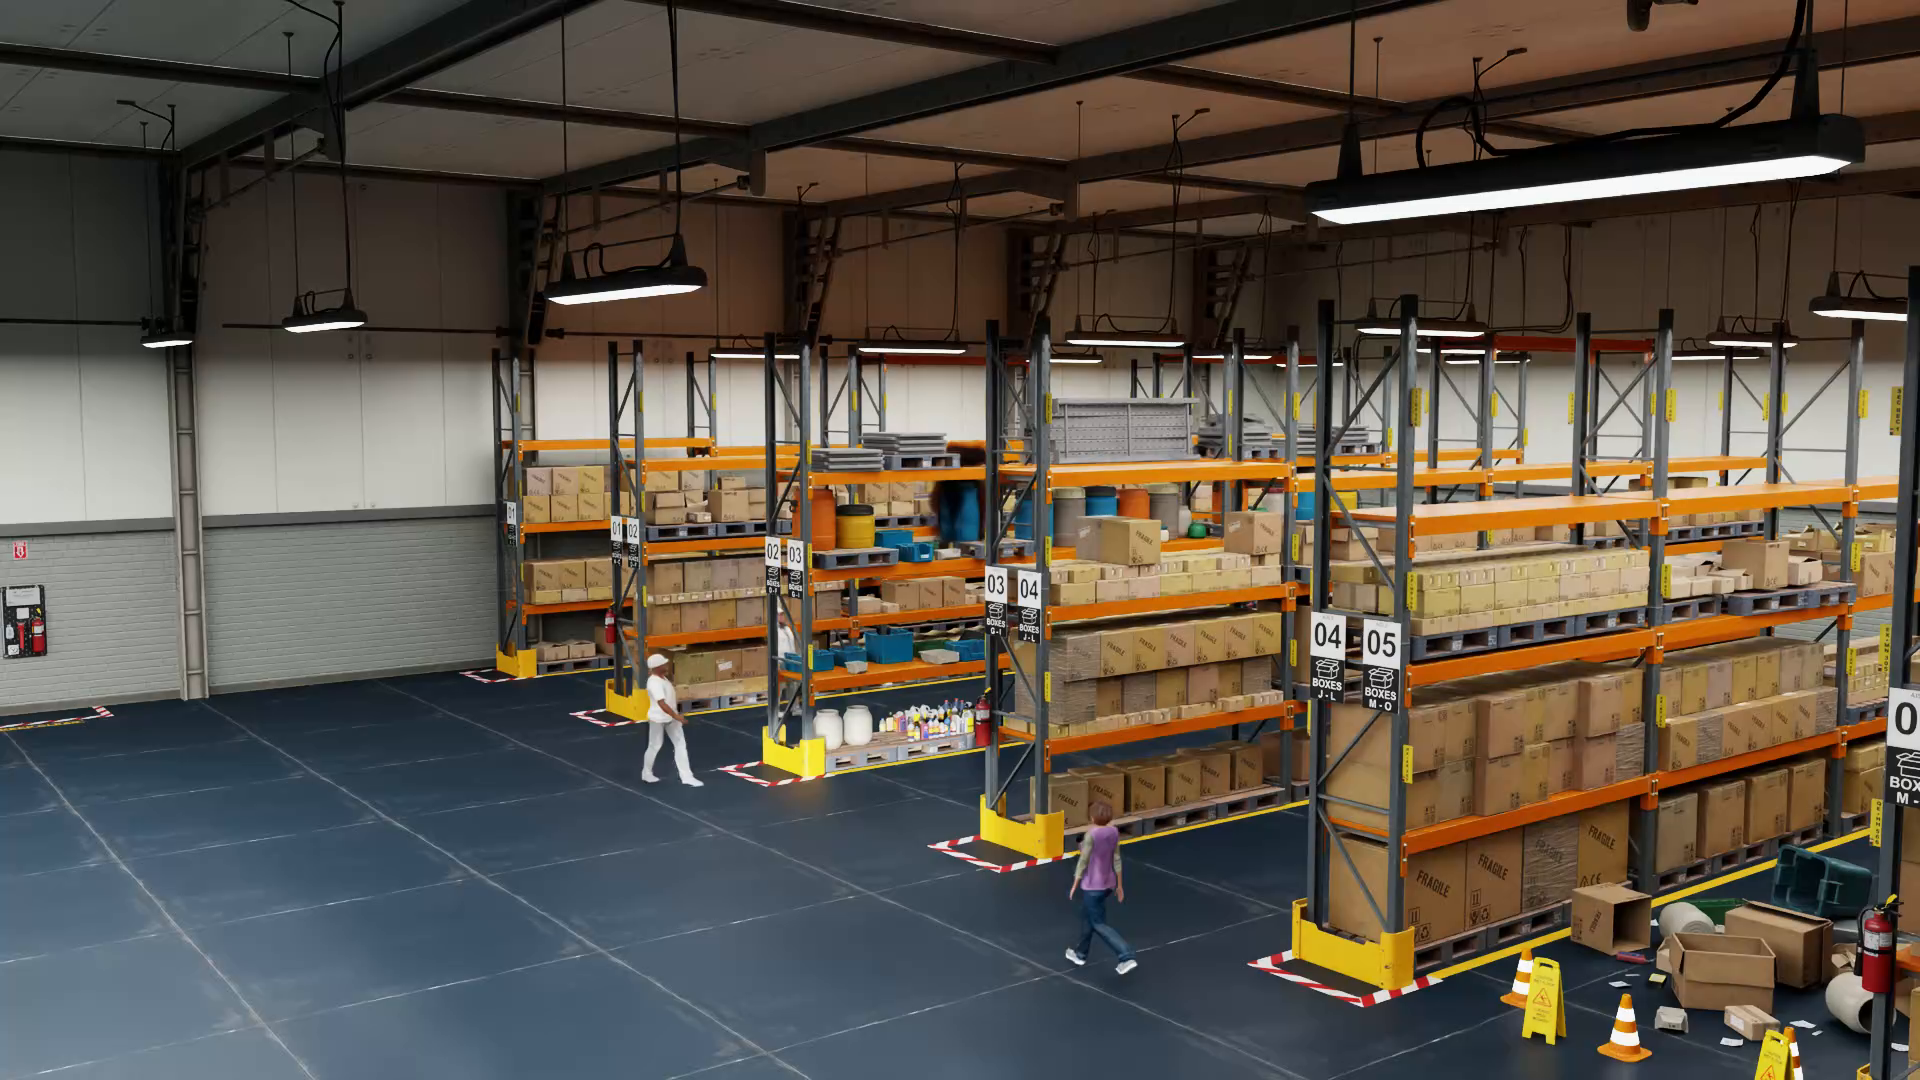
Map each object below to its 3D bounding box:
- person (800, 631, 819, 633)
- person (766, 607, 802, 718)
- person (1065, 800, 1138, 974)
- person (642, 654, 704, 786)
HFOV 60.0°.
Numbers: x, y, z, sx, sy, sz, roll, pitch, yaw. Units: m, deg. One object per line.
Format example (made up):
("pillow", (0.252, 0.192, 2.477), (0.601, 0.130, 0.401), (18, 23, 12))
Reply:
("person", (-2.800, 1.649, 30.607), (0.421, 1.669, 0.517), (5, 7, 44))
("person", (-2.754, 1.951, 26.482), (0.625, 1.749, 0.557), (2, 5, 22))
("person", (1.234, 3.082, 14.788), (0.899, 1.556, 0.403), (4, 6, 36))
("person", (-3.858, 2.359, 21.839), (0.876, 1.731, 0.530), (4, 6, 36))
